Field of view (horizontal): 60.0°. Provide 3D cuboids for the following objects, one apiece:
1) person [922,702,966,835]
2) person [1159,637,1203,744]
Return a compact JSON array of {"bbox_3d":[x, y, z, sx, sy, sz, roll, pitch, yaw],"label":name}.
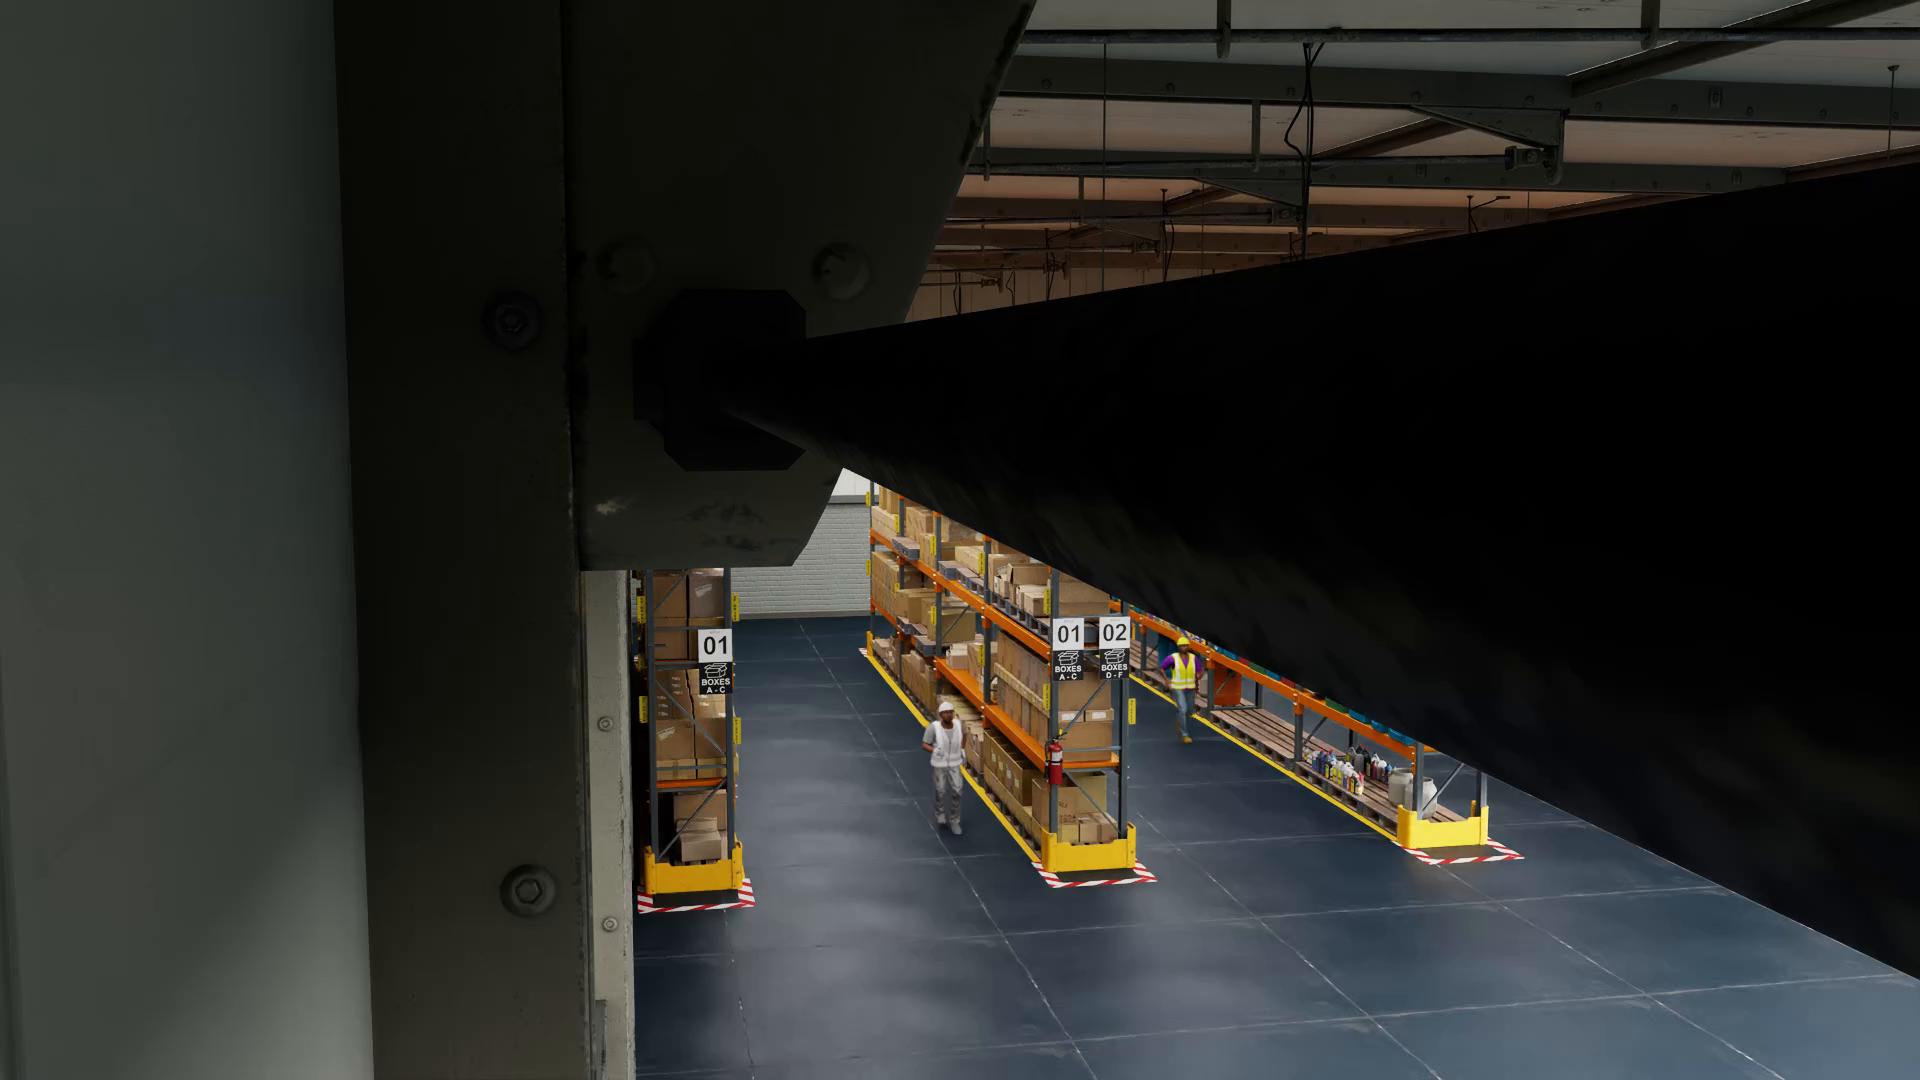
[{"bbox_3d":[-0.192,3.100,22.607,0.659,1.829,0.759,-1,6,-10],"label":"person"},{"bbox_3d":[3.775,2.484,28.151,0.714,1.683,0.932,-1,6,-14],"label":"person"}]
